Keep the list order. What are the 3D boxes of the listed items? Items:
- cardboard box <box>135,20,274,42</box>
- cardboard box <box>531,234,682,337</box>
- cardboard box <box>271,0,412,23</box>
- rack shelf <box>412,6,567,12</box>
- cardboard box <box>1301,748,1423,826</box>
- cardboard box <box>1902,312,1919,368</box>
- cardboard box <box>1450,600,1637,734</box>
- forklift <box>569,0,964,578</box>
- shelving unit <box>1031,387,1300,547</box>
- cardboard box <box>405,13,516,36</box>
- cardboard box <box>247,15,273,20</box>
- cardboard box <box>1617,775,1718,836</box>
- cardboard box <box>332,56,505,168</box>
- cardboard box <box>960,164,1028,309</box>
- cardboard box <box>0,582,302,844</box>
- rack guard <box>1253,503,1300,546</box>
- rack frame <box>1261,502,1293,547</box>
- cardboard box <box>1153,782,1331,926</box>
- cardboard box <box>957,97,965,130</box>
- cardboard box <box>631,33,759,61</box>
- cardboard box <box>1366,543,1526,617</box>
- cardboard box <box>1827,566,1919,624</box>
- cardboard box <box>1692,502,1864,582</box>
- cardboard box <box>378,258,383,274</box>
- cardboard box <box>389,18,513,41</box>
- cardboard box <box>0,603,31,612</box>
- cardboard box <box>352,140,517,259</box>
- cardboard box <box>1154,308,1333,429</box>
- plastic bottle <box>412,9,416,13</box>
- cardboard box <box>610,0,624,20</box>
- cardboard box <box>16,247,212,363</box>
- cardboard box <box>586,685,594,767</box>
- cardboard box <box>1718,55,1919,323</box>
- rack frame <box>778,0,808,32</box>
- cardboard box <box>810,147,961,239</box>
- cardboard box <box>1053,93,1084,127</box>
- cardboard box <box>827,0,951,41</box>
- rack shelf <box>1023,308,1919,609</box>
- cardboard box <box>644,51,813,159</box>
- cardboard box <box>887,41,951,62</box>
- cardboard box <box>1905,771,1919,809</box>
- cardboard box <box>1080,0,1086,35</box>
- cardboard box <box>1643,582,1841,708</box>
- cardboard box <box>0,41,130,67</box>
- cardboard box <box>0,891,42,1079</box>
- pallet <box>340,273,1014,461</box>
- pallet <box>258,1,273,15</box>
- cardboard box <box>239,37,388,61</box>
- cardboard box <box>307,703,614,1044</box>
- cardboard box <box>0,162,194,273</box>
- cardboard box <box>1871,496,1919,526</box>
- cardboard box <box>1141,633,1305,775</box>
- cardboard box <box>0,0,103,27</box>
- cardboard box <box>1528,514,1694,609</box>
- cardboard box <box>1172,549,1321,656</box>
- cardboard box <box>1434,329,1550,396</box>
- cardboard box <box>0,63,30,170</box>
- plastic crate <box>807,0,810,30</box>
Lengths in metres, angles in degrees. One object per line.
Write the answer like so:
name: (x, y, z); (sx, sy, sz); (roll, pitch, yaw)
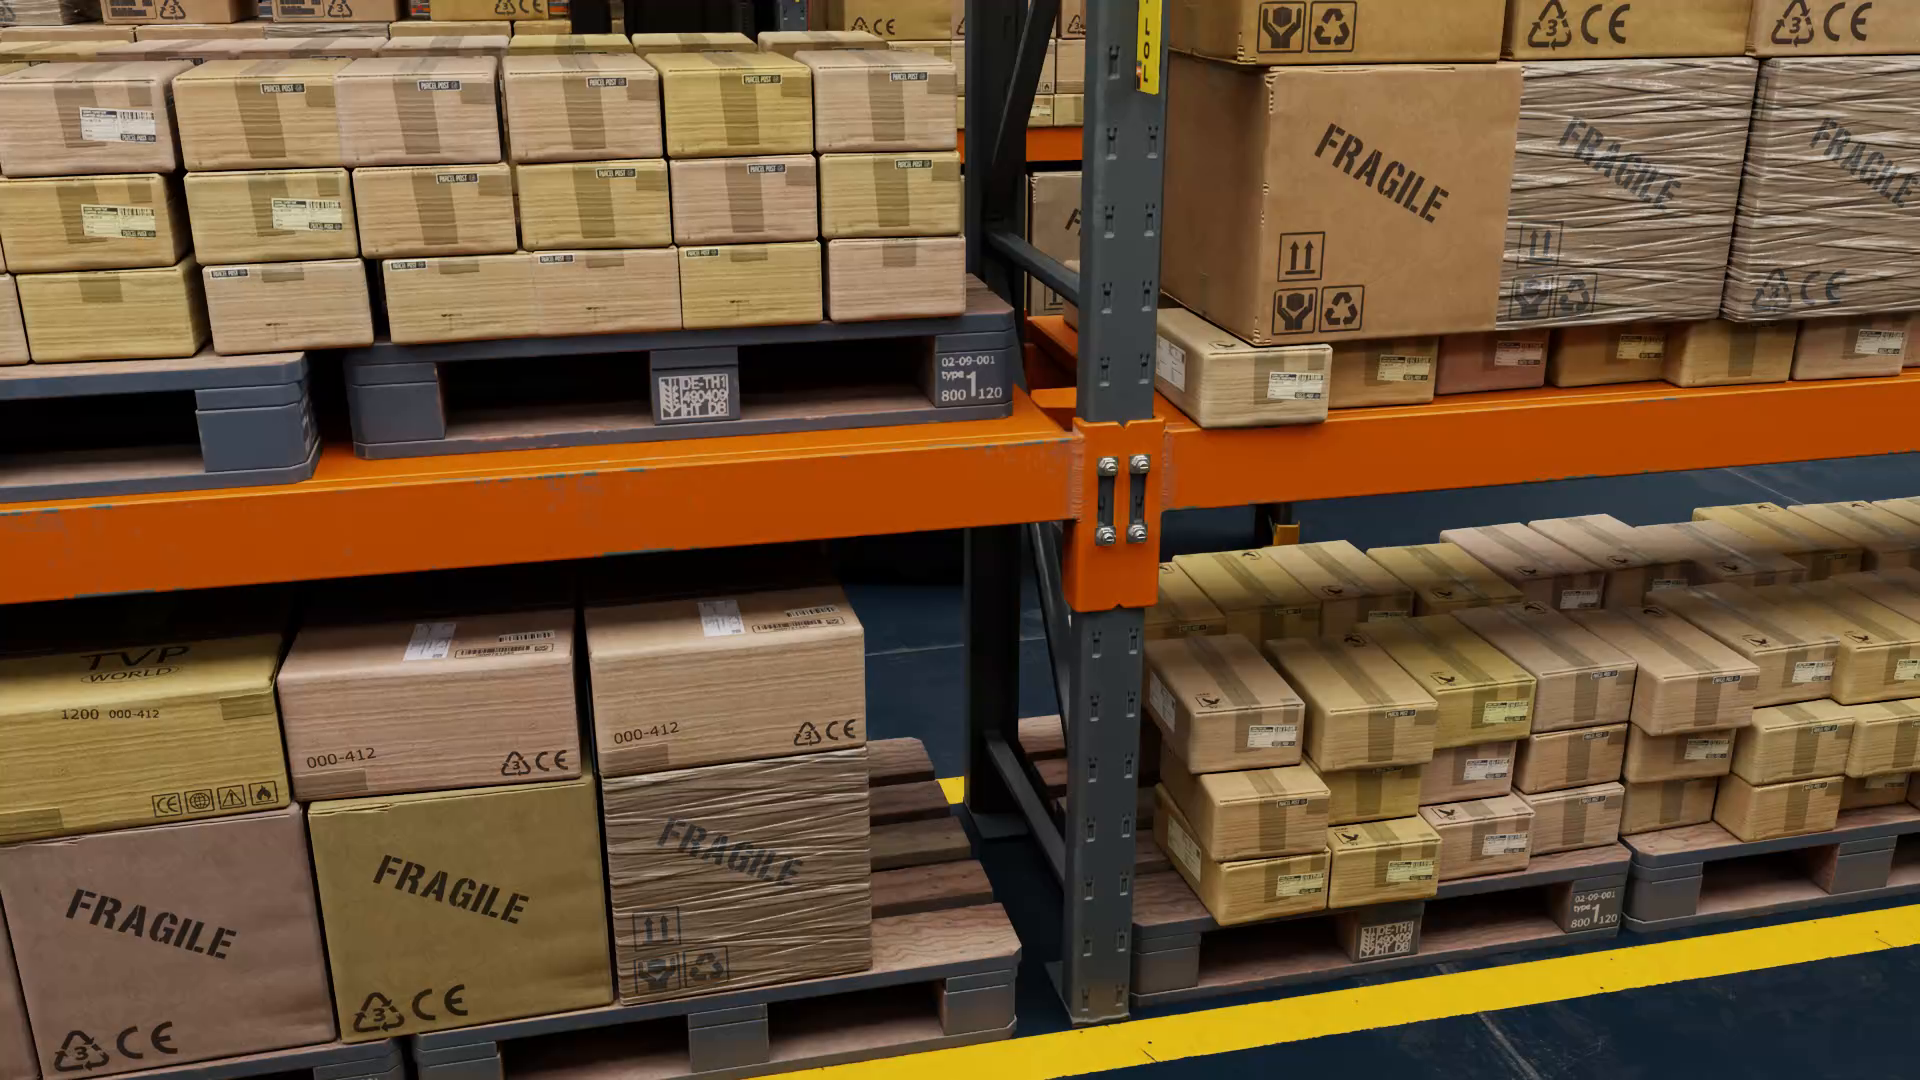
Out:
cardboard box: (-3.217, -1.980, 7.213); (0.500, 0.500, 0.500); (-5, 21, -13)
cardboard box: (-0.652, -0.492, 3.052); (0.250, 0.149, 0.380); (-5, 21, -13)
cardboard box: (-2.750, -2.579, 7.389); (0.637, 0.503, 0.797); (-4, 20, -11)
rack shelf: (-6.225, -6.697, 21.282); (4.000, 0.370, 1.077); (-5, 21, -12)
cardboard box: (0.836, 0.479, 3.746); (0.250, 0.149, 0.380); (-5, 21, -12)
cardboard box: (2.056, -0.503, 3.692); (0.250, 0.149, 0.380); (-4, 20, -10)
cardboard box: (1.332, 0.287, 3.840); (0.250, 0.149, 0.380); (-5, 21, -14)
forklift: (-1.400, -1.422, 5.934); (3.031, 2.935, 1.130); (1, 20, 3)
shelving unit: (0.647, -0.626, 5.844); (1.083, 1.500, 0.587); (1, 20, 3)
cardboard box: (-2.340, -2.234, 7.906); (0.500, 0.500, 0.500); (-5, 21, -14)
cardboard box: (-3.337, -2.151, 7.680); (0.500, 0.500, 0.500); (-5, 21, -14)
cardboard box: (1.591, 0.542, 4.009); (0.250, 0.149, 0.380); (-6, 21, -15)
cardboard box: (-0.930, -0.750, 2.891); (0.250, 0.149, 0.380); (-5, 21, -13)
cardboard box: (-0.198, -1.444, 8.374); (0.875, 0.875, 0.875); (-5, 21, -12)
cardboard box: (-1.497, 0.300, 3.068); (0.500, 0.250, 0.500); (-6, 21, -15)
rack guard: (1.145, -0.031, 6.035); (0.087, 0.250, 0.587); (1, 20, 3)
rack frame: (1.146, -0.617, 5.820); (0.032, 1.500, 0.500); (1, 20, 3)
cardboard box: (0.612, 0.670, 3.660); (0.250, 0.149, 0.380); (-6, 21, -15)
cardboard box: (0.017, -2.055, 7.929); (0.250, 0.149, 0.380); (-4, 20, -11)
cardboard box: (-0.575, -1.008, 3.595); (0.250, 0.149, 0.380); (-4, 21, -11)
cardboard box: (1.221, 0.146, 4.224); (0.250, 0.149, 0.380); (-4, 20, -11)
cardboard box: (2.342, 0.208, 4.055); (0.250, 0.149, 0.380); (-5, 21, -14)
cardboard box: (2.213, 0.033, 4.532); (0.250, 0.149, 0.380); (-4, 21, -12)
cardboard box: (-1.310, -0.671, 3.539); (0.250, 0.149, 0.380); (-6, 21, -15)
cardboard box: (-2.241, -2.057, 7.423); (0.500, 0.500, 0.500); (-5, 21, -13)
cardboard box: (-2.116, 0.170, 3.423); (0.500, 0.250, 0.500); (-4, 21, -11)
cardboard box: (-0.921, -0.609, 2.938); (0.250, 0.149, 0.380); (-5, 21, -14)
cardboard box: (0.535, -0.346, 3.262); (0.250, 0.149, 0.380); (-4, 20, -10)
plastic bottle: (-3.890, -3.584, 11.810); (0.185, 0.351, 0.144); (-5, 21, -12)
cardboard box: (-1.479, -2.684, 7.676); (0.637, 0.503, 0.797); (-5, 21, -14)
cardboard box: (-1.424, -0.428, 2.877); (0.250, 0.149, 0.380); (-4, 20, -10)
cardboard box: (-1.110, 0.438, 3.781); (0.500, 0.500, 0.500); (-4, 20, -10)
cardboard box: (1.702, -0.762, 3.455); (0.500, 0.500, 0.500); (-5, 21, -14)
rack frame: (-0.859, -2.219, 8.011); (0.127, 3.000, 1.000); (-5, 21, -12)
cardboard box: (-0.158, -0.672, 3.110); (0.250, 0.149, 0.380); (-4, 20, -11)
cardboard box: (0.522, -2.097, 8.042); (0.250, 0.149, 0.380); (-5, 21, -13)
cardboard box: (-0.334, -2.593, 7.727); (0.500, 0.500, 0.500); (-5, 21, -12)
rack shelf: (2.130, -0.371, 4.013); (4.000, 0.370, 1.077); (-5, 21, -12)
cardboard box: (-0.423, -0.791, 3.002); (0.250, 0.149, 0.380); (-5, 21, -14)
cardboard box: (-0.341, -2.238, 7.848); (0.500, 0.250, 0.500); (-5, 21, -13)
cardboard box: (2.367, 0.512, 4.090); (0.250, 0.149, 0.380); (-4, 21, -11)
cardboard box: (0.579, -1.335, 3.565); (0.500, 0.500, 0.500); (-5, 21, -14)
cardboard box: (1.845, 0.245, 3.955); (0.250, 0.149, 0.380); (-6, 21, -15)
cardboard box: (-1.825, -0.907, 3.319); (0.250, 0.149, 0.380); (-4, 20, -11)
cardboard box: (-1.975, 0.689, 3.097); (0.500, 0.500, 0.500); (-5, 21, -14)
pallet: (-0.593, -0.449, 3.458); (1.213, 0.211, 1.003); (-5, 21, -12)
pallet: (-6.384, -5.206, 16.443); (1.003, 0.211, 1.213); (-5, 21, -12)
cardboard box: (-1.317, -0.949, 3.434); (0.250, 0.149, 0.380); (-5, 21, -13)
cardboard box: (-0.977, 0.609, 3.314); (0.500, 0.500, 0.500); (-5, 21, -14)
cardboard box: (-1.440, -0.566, 2.822); (0.250, 0.149, 0.380); (-5, 21, -12)
cardboard box: (2.751, 0.009, 4.598); (0.250, 0.149, 0.380); (-6, 21, -15)
cardboard box: (0.567, 0.354, 3.658); (0.250, 0.149, 0.380); (-4, 20, -10)
cardboard box: (-4.036, -2.473, 7.100); (0.637, 0.503, 0.797); (-4, 20, -11)
cardboard box: (1.723, 0.068, 4.436); (0.250, 0.149, 0.380); (-5, 21, -14)
cardboard box: (0.710, 0.163, 4.179); (0.250, 0.149, 0.380); (-4, 21, -12)
cardboard box: (1.017, -0.430, 3.492); (0.250, 0.149, 0.380); (-6, 21, -15)
cardboard box: (-1.692, -0.687, 2.720); (0.250, 0.149, 0.380); (-5, 21, -13)
plastic crate: (-1.072, -3.922, 12.479); (0.583, 0.464, 0.402); (-5, 21, -12)
